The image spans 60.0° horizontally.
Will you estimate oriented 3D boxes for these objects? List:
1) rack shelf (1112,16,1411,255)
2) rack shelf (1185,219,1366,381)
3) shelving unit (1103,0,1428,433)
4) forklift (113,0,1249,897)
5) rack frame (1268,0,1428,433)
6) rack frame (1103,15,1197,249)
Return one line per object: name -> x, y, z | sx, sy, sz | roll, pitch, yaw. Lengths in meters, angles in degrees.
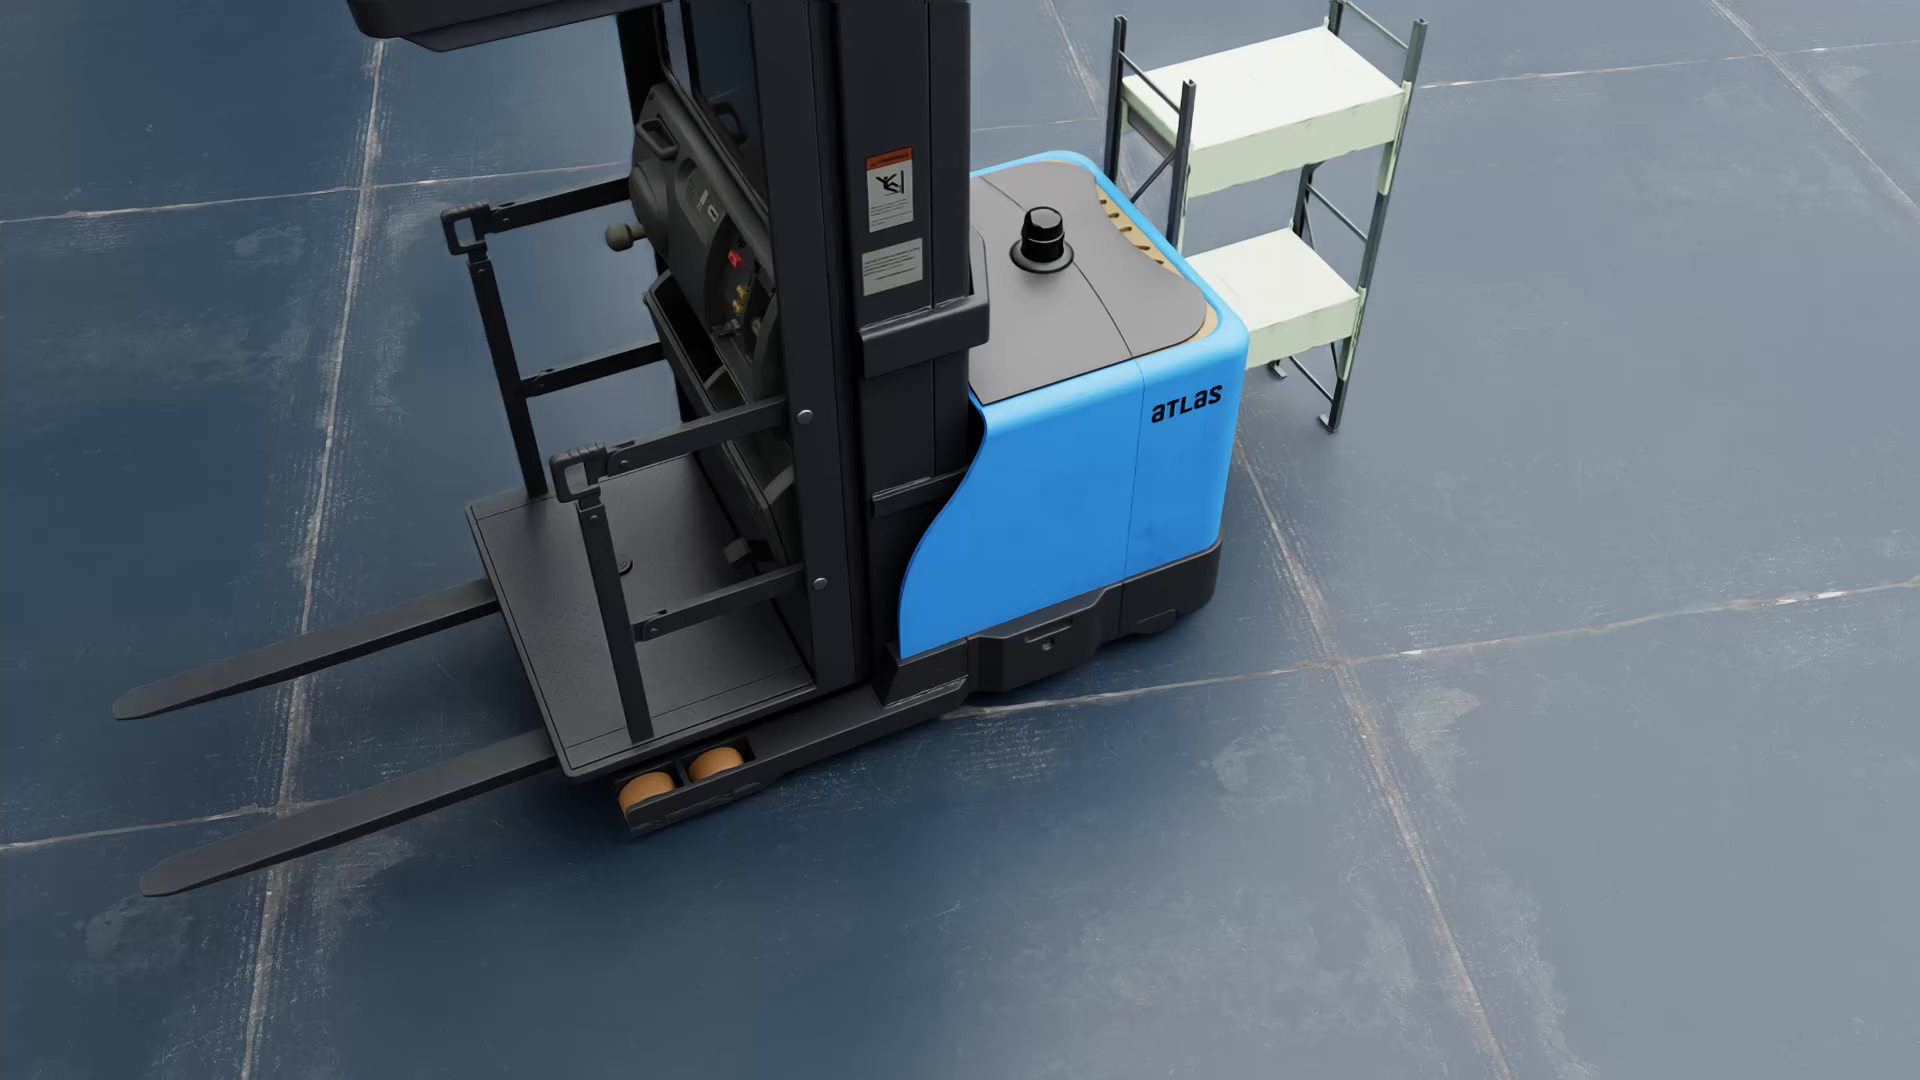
rack shelf -> 0.848, -1.169, 4.793 | 0.720, 0.370, 0.431 | -19, 49, -17
rack shelf -> 0.848, -0.672, 5.309 | 0.720, 0.370, 0.431 | -19, 49, -17
shelving unit -> 0.848, -0.899, 5.074 | 0.755, 1.500, 0.431 | -19, 49, -17
forklift -> -0.789, -0.669, 3.859 | 3.031, 2.935, 1.130 | -19, 49, -17
rack frame -> 1.179, -1.012, 5.183 | 0.023, 1.500, 0.400 | -19, 49, -17
rack frame -> 0.518, -0.786, 4.965 | 0.023, 1.500, 0.400 | -19, 49, -17
